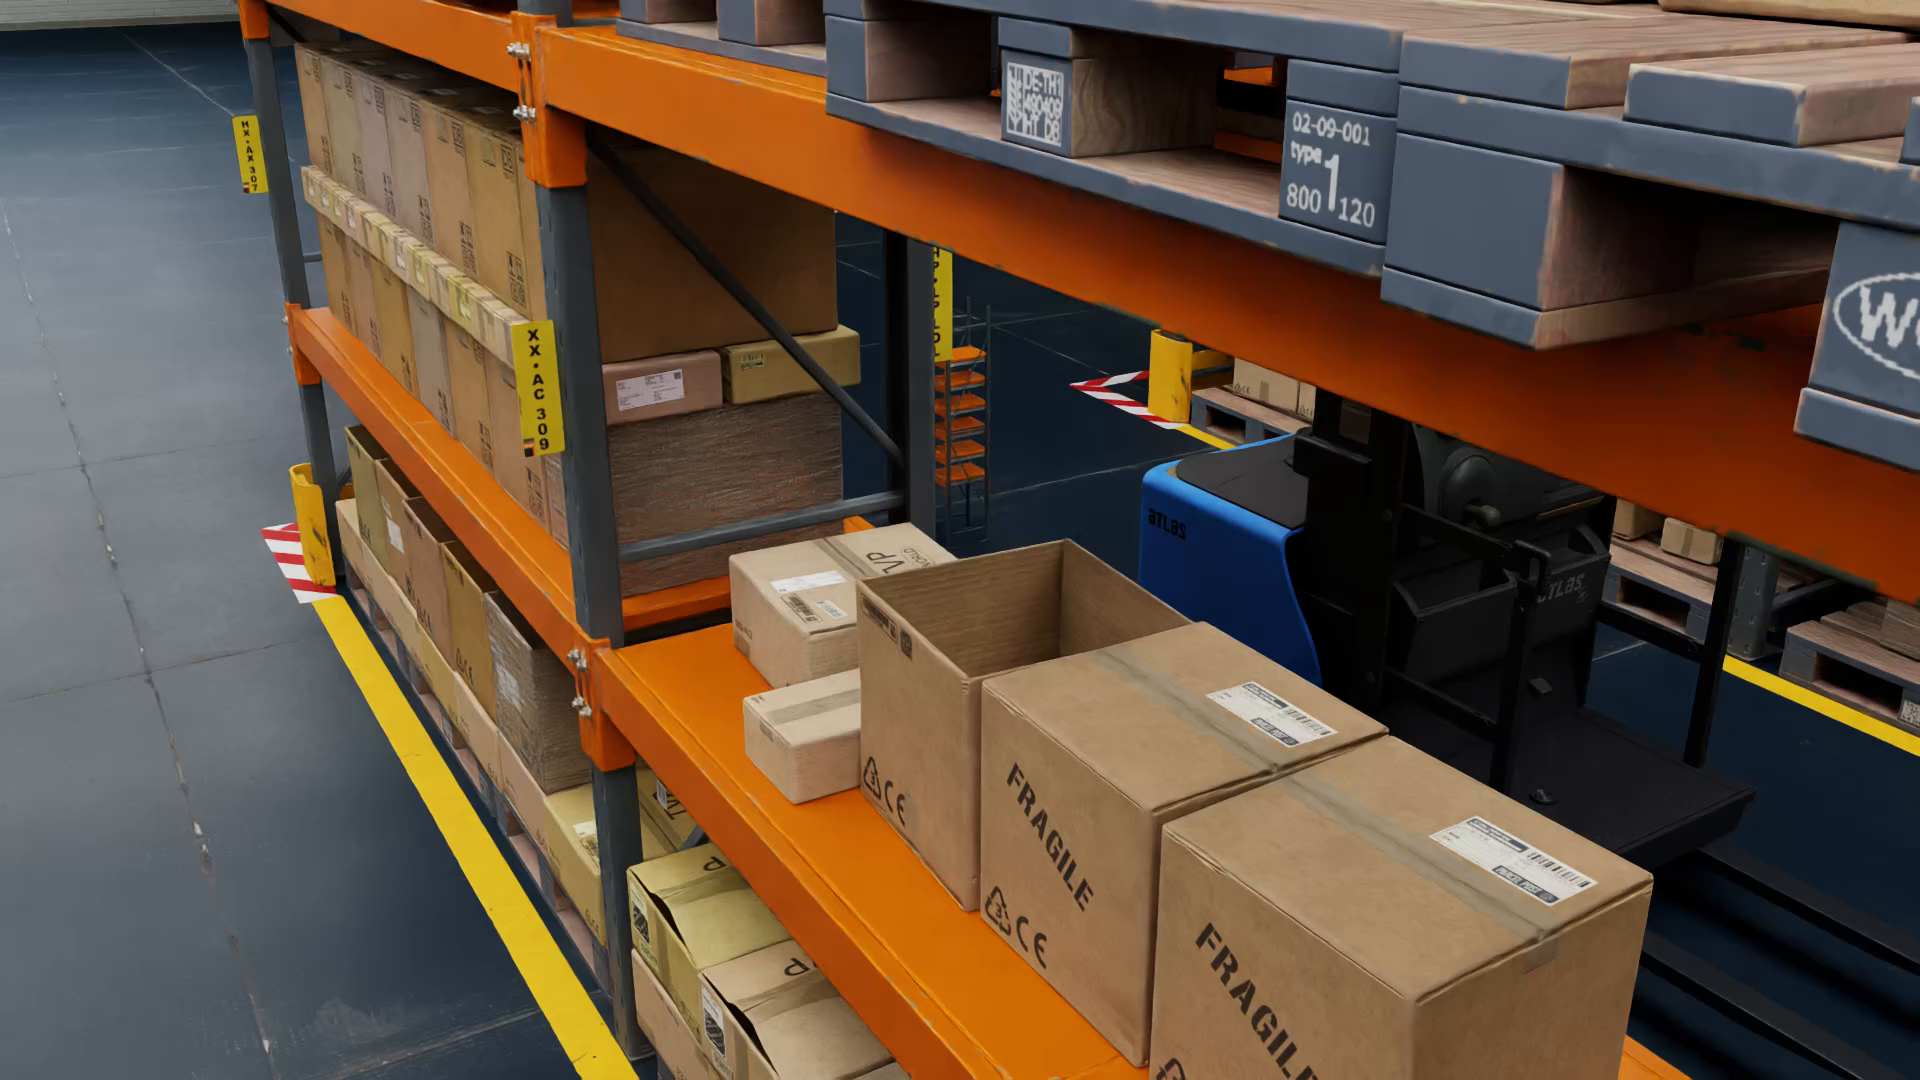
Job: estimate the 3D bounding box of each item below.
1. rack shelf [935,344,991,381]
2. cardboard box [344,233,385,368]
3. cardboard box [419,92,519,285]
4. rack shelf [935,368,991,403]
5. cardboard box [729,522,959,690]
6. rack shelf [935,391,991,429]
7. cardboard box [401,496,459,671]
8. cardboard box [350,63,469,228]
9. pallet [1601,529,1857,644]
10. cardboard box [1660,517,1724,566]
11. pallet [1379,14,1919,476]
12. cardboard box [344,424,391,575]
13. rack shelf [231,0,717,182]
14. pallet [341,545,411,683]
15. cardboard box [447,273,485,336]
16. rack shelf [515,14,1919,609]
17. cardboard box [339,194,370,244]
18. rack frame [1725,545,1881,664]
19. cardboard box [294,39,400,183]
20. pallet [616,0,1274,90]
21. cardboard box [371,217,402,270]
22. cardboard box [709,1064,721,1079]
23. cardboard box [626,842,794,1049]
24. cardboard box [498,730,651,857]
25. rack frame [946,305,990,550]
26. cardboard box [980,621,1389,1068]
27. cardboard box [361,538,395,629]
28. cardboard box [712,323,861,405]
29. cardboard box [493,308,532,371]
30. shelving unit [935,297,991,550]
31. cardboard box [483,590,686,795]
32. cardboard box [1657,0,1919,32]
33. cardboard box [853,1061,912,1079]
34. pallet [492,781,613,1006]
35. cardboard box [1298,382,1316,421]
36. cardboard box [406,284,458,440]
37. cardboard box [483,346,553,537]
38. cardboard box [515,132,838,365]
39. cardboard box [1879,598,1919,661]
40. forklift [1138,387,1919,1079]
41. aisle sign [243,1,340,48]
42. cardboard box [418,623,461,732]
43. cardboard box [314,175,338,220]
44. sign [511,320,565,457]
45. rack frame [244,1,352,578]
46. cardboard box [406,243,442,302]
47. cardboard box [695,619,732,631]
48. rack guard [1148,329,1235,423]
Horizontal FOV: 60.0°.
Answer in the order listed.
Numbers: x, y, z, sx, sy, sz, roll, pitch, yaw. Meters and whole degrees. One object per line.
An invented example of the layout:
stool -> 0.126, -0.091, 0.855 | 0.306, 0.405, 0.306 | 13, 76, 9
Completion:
rack shelf -> -0.007, -0.853, 7.978 | 0.258, 0.103, 0.180 | -13, 25, -28
cardboard box -> -2.070, -1.047, 6.770 | 0.700, 0.500, 0.500 | -12, 25, -27
cardboard box -> -1.273, -1.144, 5.286 | 0.700, 0.500, 0.500 | -13, 25, -28
rack shelf -> -0.007, -0.742, 8.023 | 0.258, 0.103, 0.180 | -13, 25, -28
cardboard box -> -0.237, 0.192, 4.054 | 0.500, 0.250, 0.500 | -11, 25, -25
rack shelf -> -0.007, -0.631, 8.069 | 0.258, 0.103, 0.180 | -13, 25, -28
cardboard box -> -1.723, 0.111, 6.152 | 0.500, 0.500, 0.500 | -13, 25, -28
cardboard box -> -1.784, -1.467, 6.083 | 0.700, 0.500, 0.500 | -12, 25, -28
pallet -> 3.357, 0.099, 7.788 | 1.003, 0.211, 1.213 | -13, 25, -28
cardboard box -> 3.431, -0.041, 7.607 | 0.380, 0.166, 0.250 | -17, 27, -35
pallet -> 1.093, -0.238, 1.181 | 1.213, 0.211, 1.003 | -11, 25, -26
cardboard box -> -2.230, -0.213, 6.951 | 0.500, 0.500, 0.500 | -13, 25, -28
rack shelf -> -1.548, -1.732, 5.561 | 1.077, 0.370, 4.000 | -13, 25, -28
pallet -> -2.143, 0.208, 7.519 | 1.003, 0.211, 1.213 | -13, 25, -28
cardboard box -> -1.368, -0.752, 5.183 | 0.380, 0.149, 0.250 | -13, 25, -28
rack shelf -> 0.495, -0.437, 2.375 | 1.077, 0.370, 4.000 | -13, 25, -28
cardboard box -> -2.164, -1.253, 6.417 | 0.380, 0.149, 0.250 | -13, 26, -29
rack frame -> 3.730, -0.982, 6.745 | 1.000, 3.000, 0.127 | -13, 25, -28
cardboard box -> -2.315, -1.800, 6.900 | 0.700, 0.500, 0.500 | -13, 25, -28
pallet -> -0.065, -1.046, 3.172 | 0.805, 0.209, 1.217 | -14, 26, -30
cardboard box -> -1.895, -1.085, 6.003 | 0.380, 0.149, 0.250 | -13, 25, -29
cardboard box -> -0.273, 1.395, 3.990 | 0.500, 0.250, 0.500 | -12, 25, -27
cardboard box -> -0.529, 0.973, 4.283 | 0.500, 0.311, 0.500 | -13, 25, -28
cardboard box -> -1.198, 0.779, 5.505 | 0.500, 0.250, 0.500 | -13, 25, -28
rack frame -> 0.039, -0.531, 8.024 | 0.240, 1.200, 0.006 | -13, 25, -28
cardboard box -> 0.377, 0.510, 2.941 | 0.500, 0.500, 0.500 | -13, 25, -28
cardboard box -> -2.228, 0.134, 7.093 | 0.500, 0.250, 0.500 | -13, 25, -28
cardboard box -> -0.497, -0.499, 4.562 | 0.380, 0.149, 0.250 | -13, 25, -28
cardboard box -> -1.110, -0.587, 4.777 | 0.380, 0.149, 0.250 | -13, 26, -30
shelving unit -> -0.007, -0.561, 8.097 | 0.258, 1.200, 0.189 | -13, 25, -28
cardboard box -> -1.197, 0.431, 5.364 | 0.500, 0.500, 0.500 | -13, 25, -28
cardboard box -> 0.953, -0.550, 1.340 | 0.500, 0.250, 0.500 | -12, 25, -27
cardboard box -> -0.013, 1.303, 3.471 | 0.500, 0.311, 0.500 | -14, 26, -30
pallet -> -0.897, 0.998, 5.576 | 1.003, 0.211, 1.213 | -13, 25, -28
cardboard box -> 2.254, -0.810, 9.306 | 0.500, 0.311, 0.500 | -10, 24, -24
cardboard box -> -1.549, -0.715, 5.955 | 0.700, 0.500, 0.500 | -12, 25, -27
cardboard box -> -1.034, -0.386, 5.146 | 0.700, 0.500, 0.500 | -13, 25, -29
cardboard box -> -0.759, -0.818, 4.485 | 0.700, 0.500, 0.500 | -12, 25, -28
cardboard box -> 4.121, 0.207, 6.554 | 0.700, 0.500, 0.500 | -12, 25, -26
forklift -> 1.875, -0.262, 5.064 | 1.130, 2.935, 3.031 | -14, 26, -30
aisle sign -> -2.867, -2.490, 7.001 | 0.394, 0.787, 0.004 | -13, 25, -28
cardboard box -> -1.722, 0.458, 6.294 | 0.500, 0.250, 0.500 | -13, 25, -28
cardboard box -> -2.417, -1.417, 6.819 | 0.380, 0.149, 0.250 | -13, 26, -30
sign -> -1.003, -0.359, 3.956 | 0.100, 0.325, 0.005 | -13, 25, -28
rack frame -> -2.570, -1.323, 7.583 | 1.000, 3.000, 0.127 | -13, 25, -28
cardboard box -> -1.635, -0.919, 5.594 | 0.380, 0.149, 0.250 | -12, 25, -27
cardboard box -> -0.494, 0.493, 5.212 | 0.500, 0.500, 0.500 | -13, 25, -28
rack guard -> 1.726, -1.095, 10.340 | 1.175, 0.500, 0.348 | -13, 25, -28
